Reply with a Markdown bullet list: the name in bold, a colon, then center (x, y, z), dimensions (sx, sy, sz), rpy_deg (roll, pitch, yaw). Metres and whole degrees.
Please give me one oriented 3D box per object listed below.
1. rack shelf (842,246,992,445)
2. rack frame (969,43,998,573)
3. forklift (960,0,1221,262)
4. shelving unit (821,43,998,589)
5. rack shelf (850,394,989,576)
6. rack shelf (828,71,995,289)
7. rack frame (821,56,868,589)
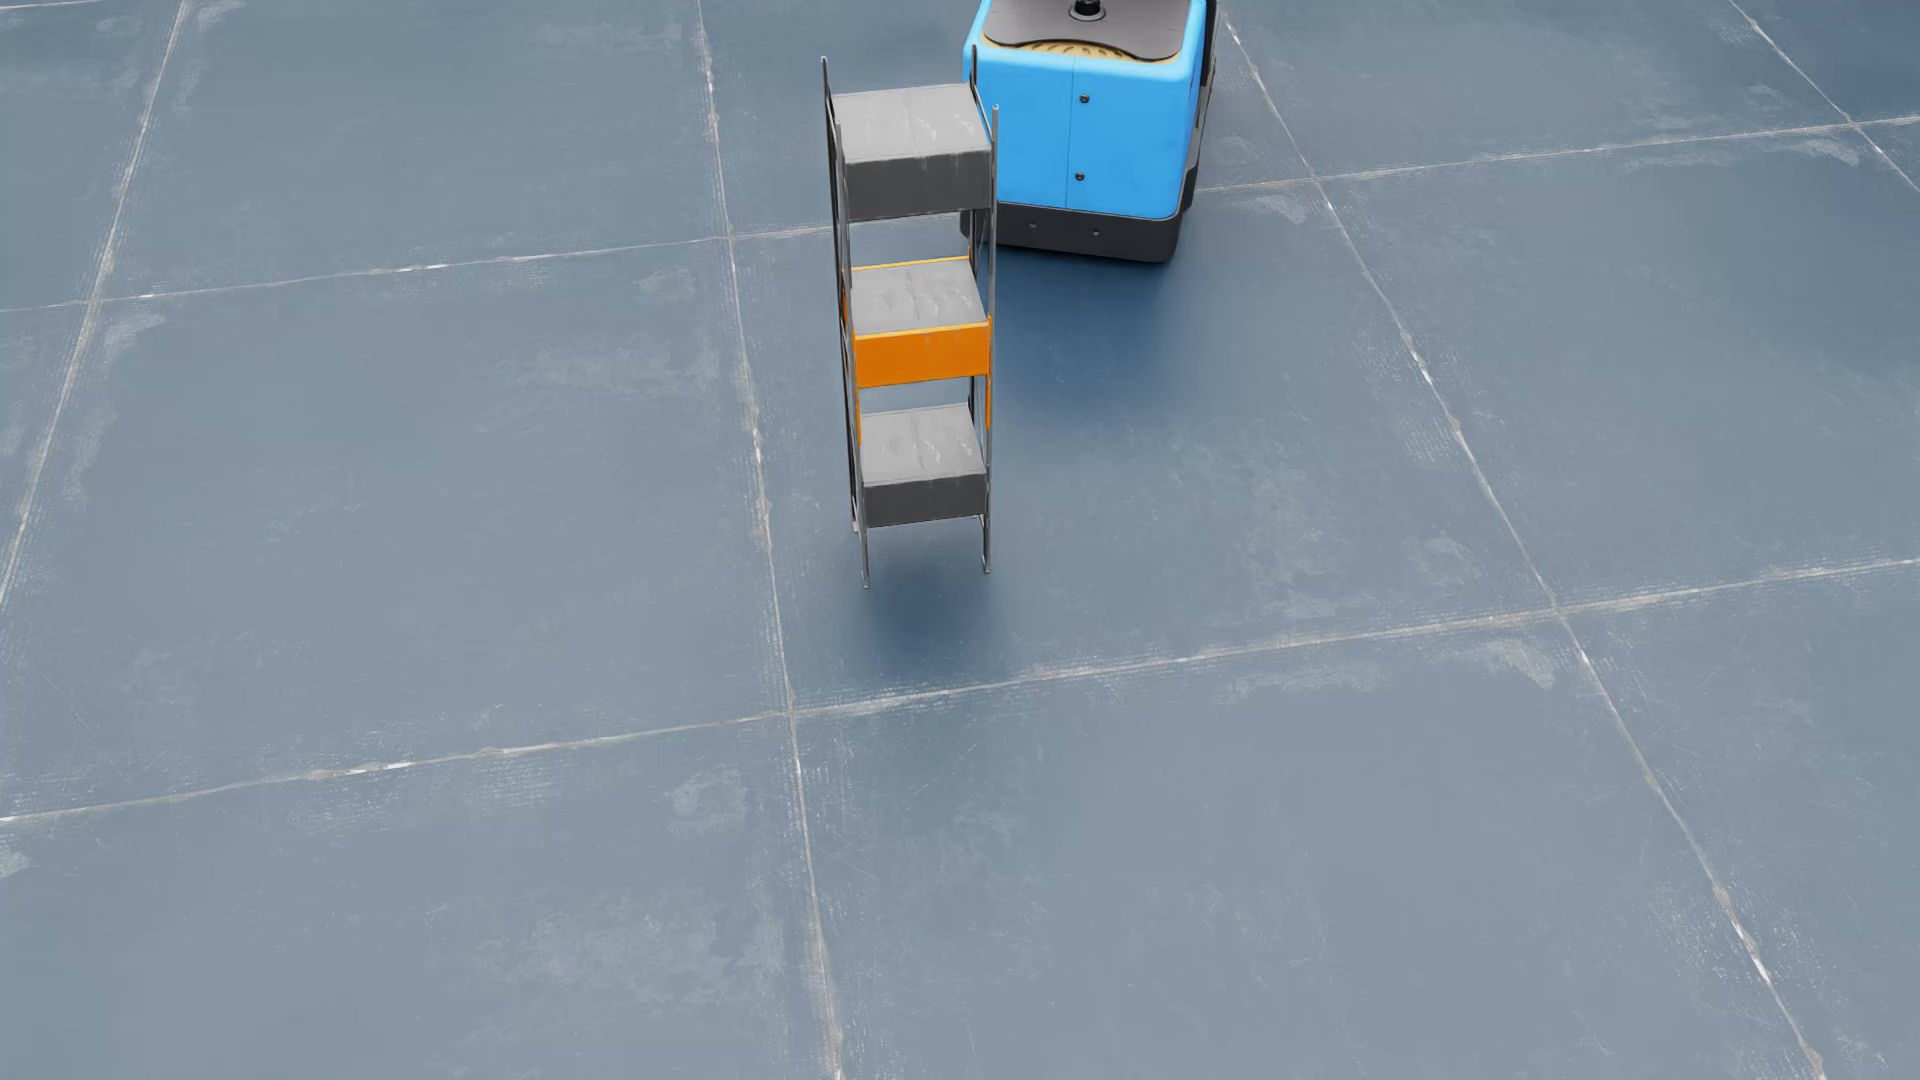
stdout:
- **rack shelf**: center (-0.163, -0.699, 5.984), dimensions (0.480, 0.518, 0.431), rpy_deg (-7, 46, -7)
- **rack frame**: center (0.077, -0.738, 6.003), dimensions (0.015, 2.100, 0.400), rpy_deg (-7, 46, -7)
- **forklift**: center (0.796, -3.420, 8.009), dimensions (1.130, 2.935, 3.031), rpy_deg (8, 47, 8)
- **shelving unit**: center (-0.163, -0.708, 5.974), dimensions (0.503, 2.100, 0.431), rpy_deg (-7, 46, -7)
- **rack shelf**: center (-0.163, -0.213, 6.488), dimensions (0.480, 0.518, 0.431), rpy_deg (-7, 46, -7)
- **rack shelf**: center (-0.163, -1.184, 5.480), dimensions (0.480, 0.518, 0.431), rpy_deg (-7, 46, -7)
- **rack frame**: center (-0.404, -0.678, 5.945), dimensions (0.015, 2.100, 0.400), rpy_deg (-7, 46, -7)
